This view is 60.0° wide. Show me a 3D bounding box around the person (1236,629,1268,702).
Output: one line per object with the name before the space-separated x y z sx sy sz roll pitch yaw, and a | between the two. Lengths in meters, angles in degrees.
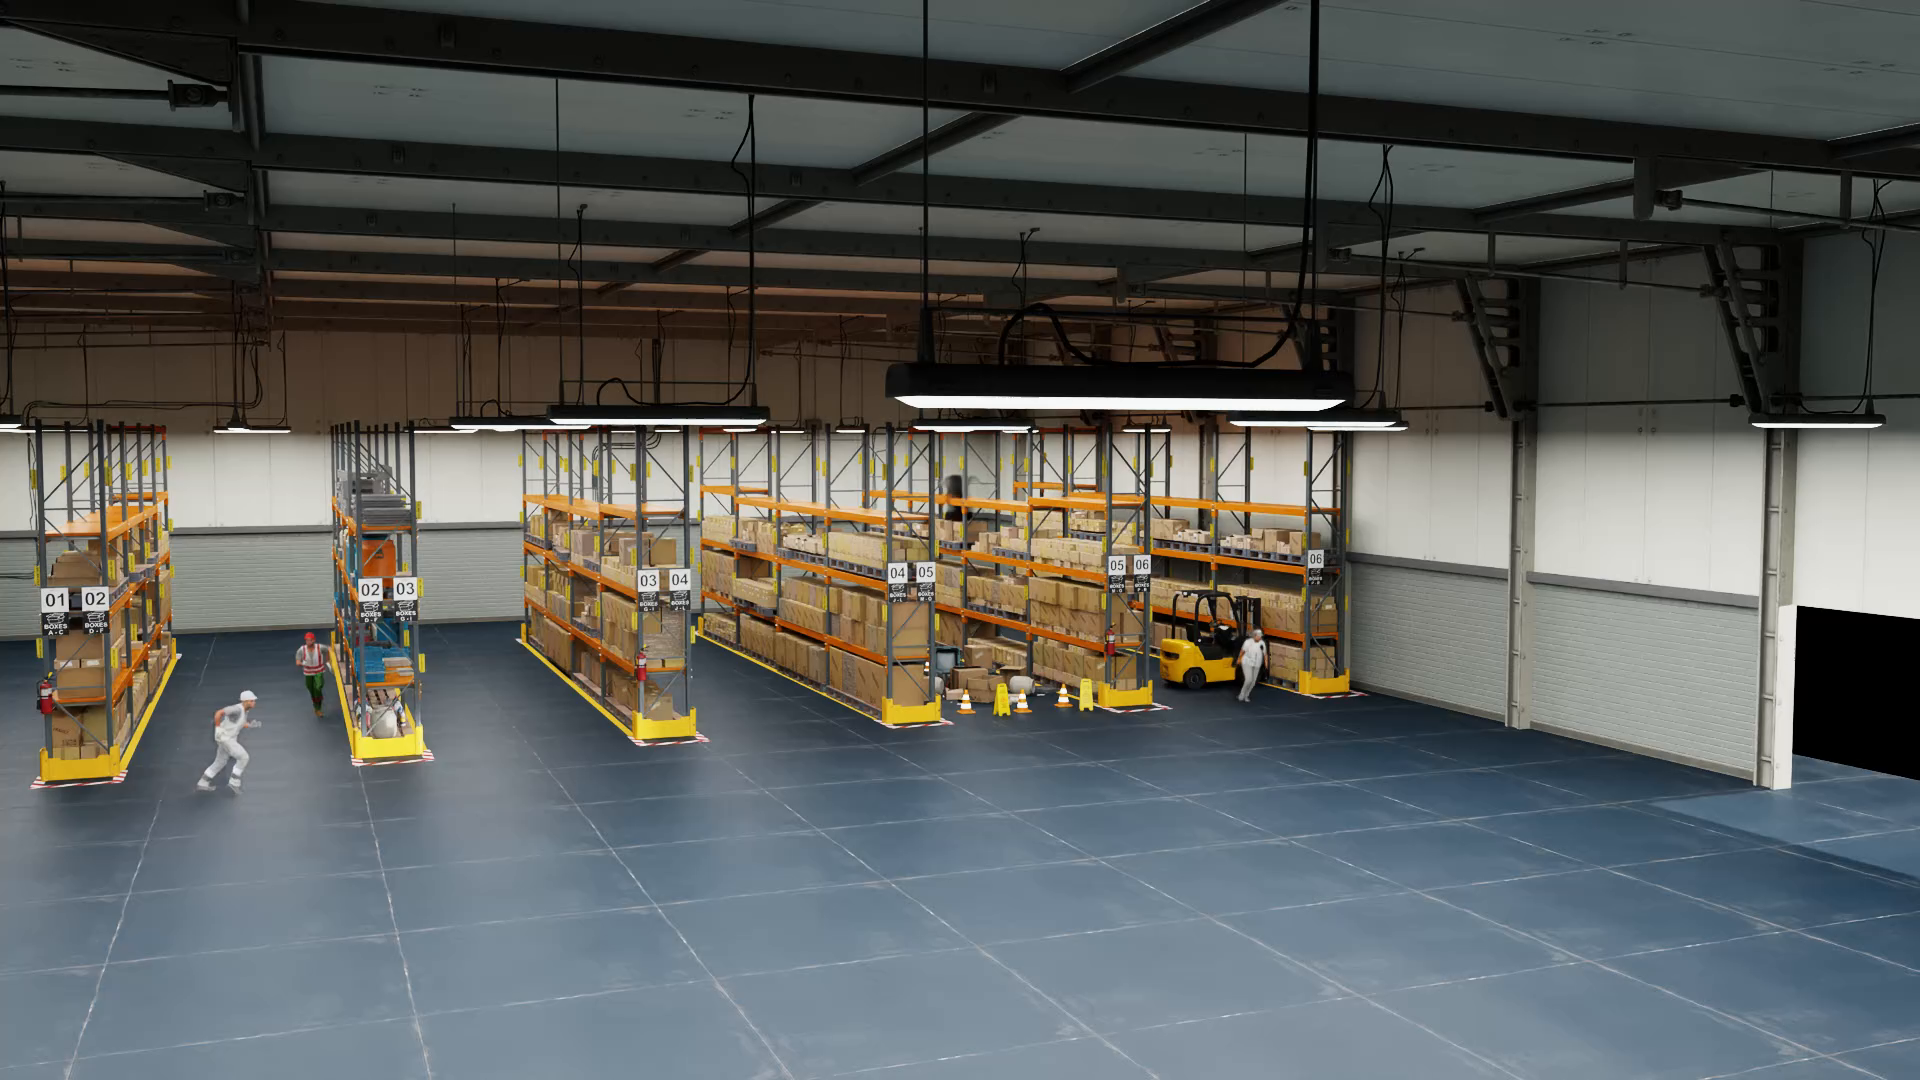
person | 6.273 2.693 35.626 0.599 1.609 0.706 -1 4 -16

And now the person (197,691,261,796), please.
person | -11.668 3.256 26.475 0.997 1.697 0.712 0 4 -6

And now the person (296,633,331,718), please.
person | -13.154 2.727 33.869 0.621 1.725 0.972 0 4 -7
